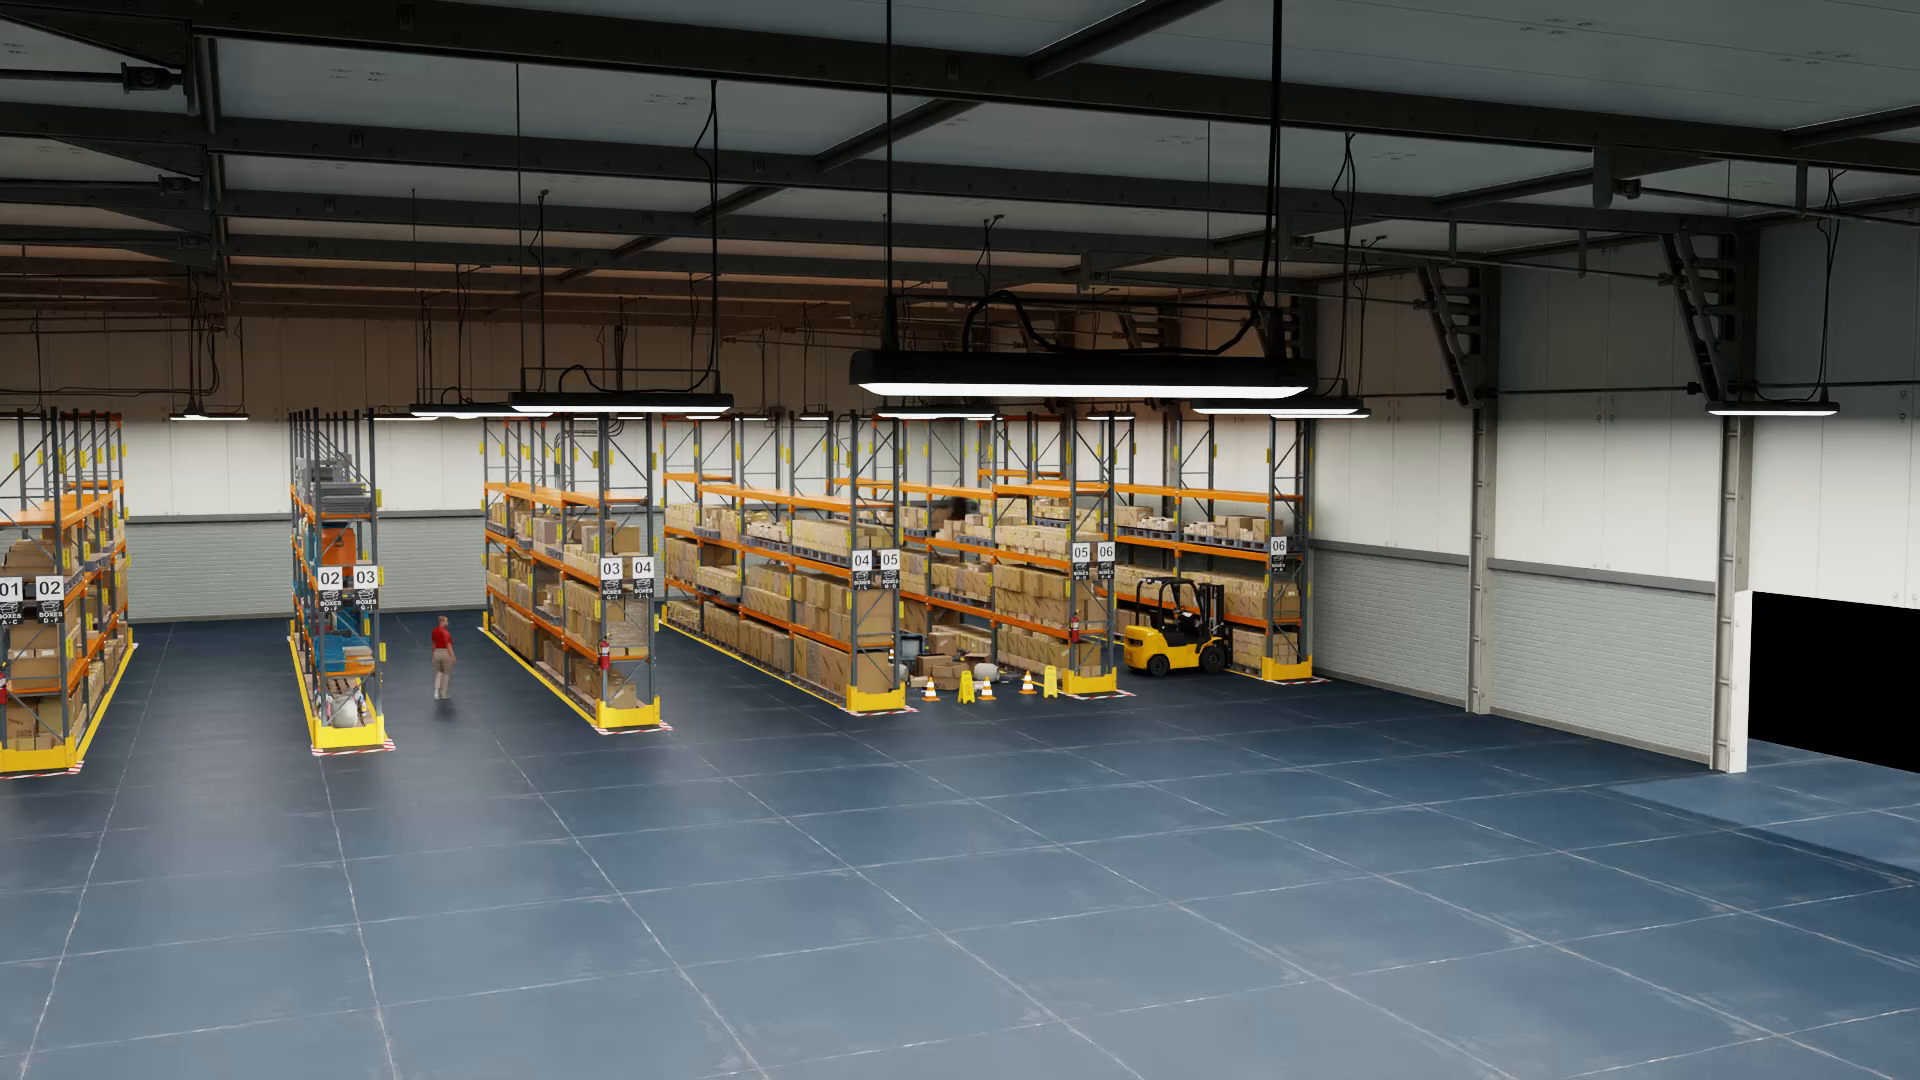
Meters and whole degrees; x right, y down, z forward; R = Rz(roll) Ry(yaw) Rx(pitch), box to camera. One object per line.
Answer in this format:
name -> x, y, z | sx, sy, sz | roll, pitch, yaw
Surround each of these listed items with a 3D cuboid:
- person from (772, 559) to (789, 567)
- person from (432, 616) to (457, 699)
person -> -5.819, 1.079, 53.713 | 0.591, 1.792, 0.495 | 1, 4, 9
person -> -10.712, 2.445, 34.523 | 0.562, 1.759, 0.465 | 1, 4, 13
